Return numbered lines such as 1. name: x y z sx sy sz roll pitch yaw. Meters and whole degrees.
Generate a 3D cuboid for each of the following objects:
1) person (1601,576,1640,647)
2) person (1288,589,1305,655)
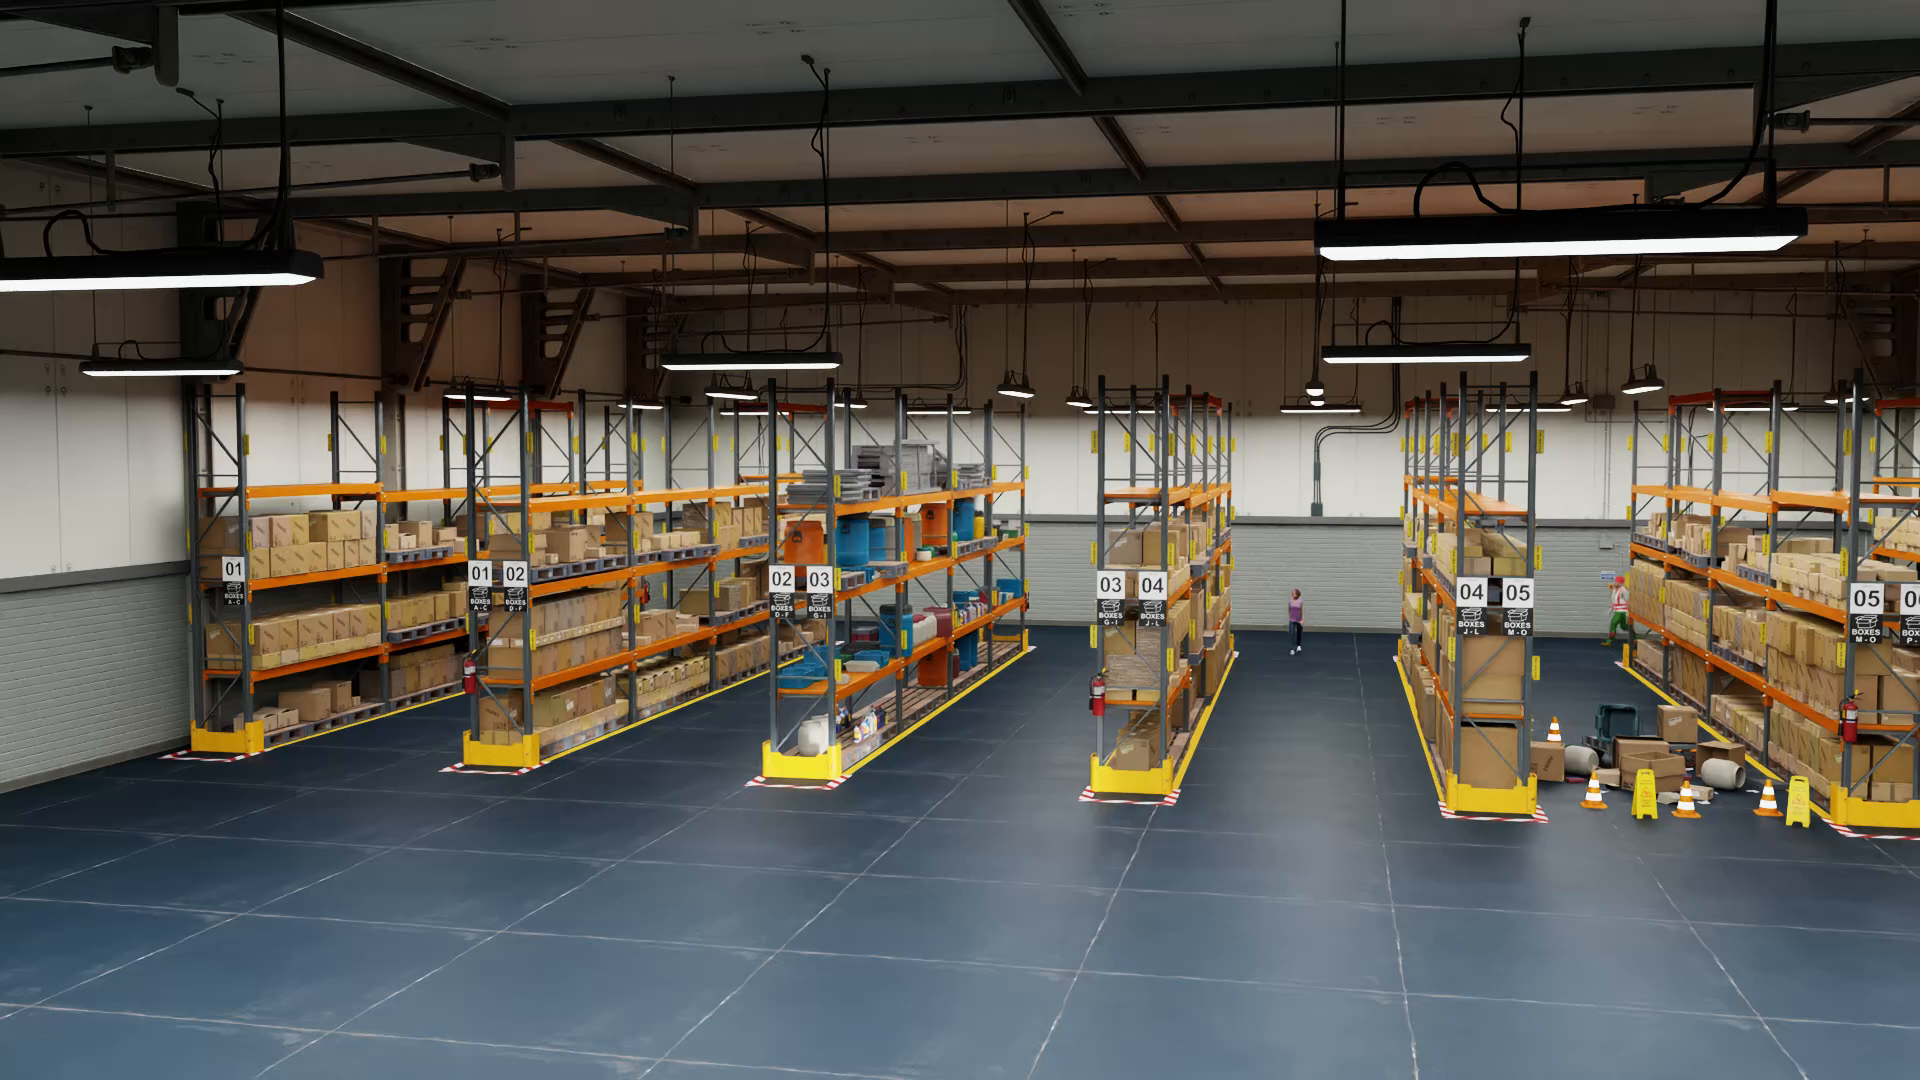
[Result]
1. person: 16.381 1.769 41.231 1.045 1.751 0.551 0 3 0
2. person: 8.035 1.944 39.710 0.400 1.524 0.969 1 3 12
